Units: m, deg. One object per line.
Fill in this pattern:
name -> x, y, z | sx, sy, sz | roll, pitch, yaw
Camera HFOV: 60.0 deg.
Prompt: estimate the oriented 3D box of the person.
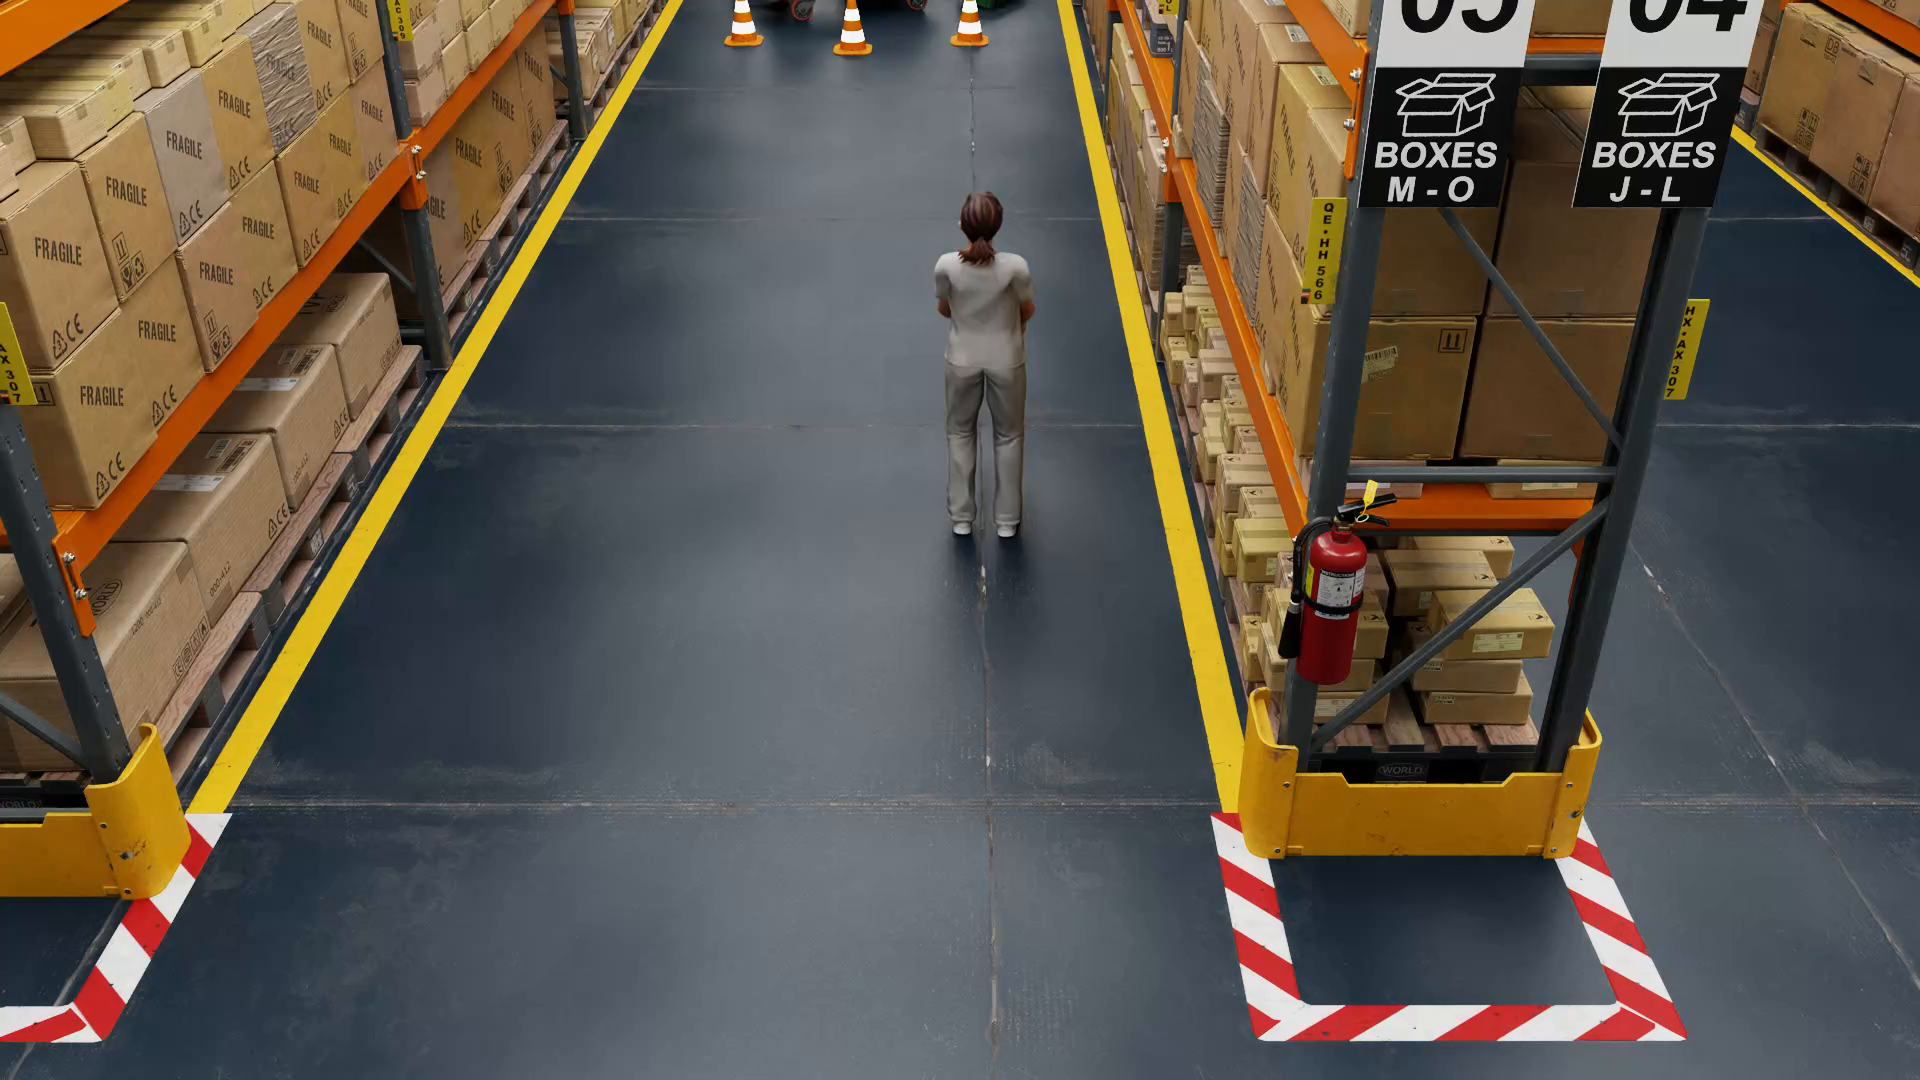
person -> 0.112, -0.811, 7.462 | 0.439, 1.663, 0.558 | 3, 32, 5
